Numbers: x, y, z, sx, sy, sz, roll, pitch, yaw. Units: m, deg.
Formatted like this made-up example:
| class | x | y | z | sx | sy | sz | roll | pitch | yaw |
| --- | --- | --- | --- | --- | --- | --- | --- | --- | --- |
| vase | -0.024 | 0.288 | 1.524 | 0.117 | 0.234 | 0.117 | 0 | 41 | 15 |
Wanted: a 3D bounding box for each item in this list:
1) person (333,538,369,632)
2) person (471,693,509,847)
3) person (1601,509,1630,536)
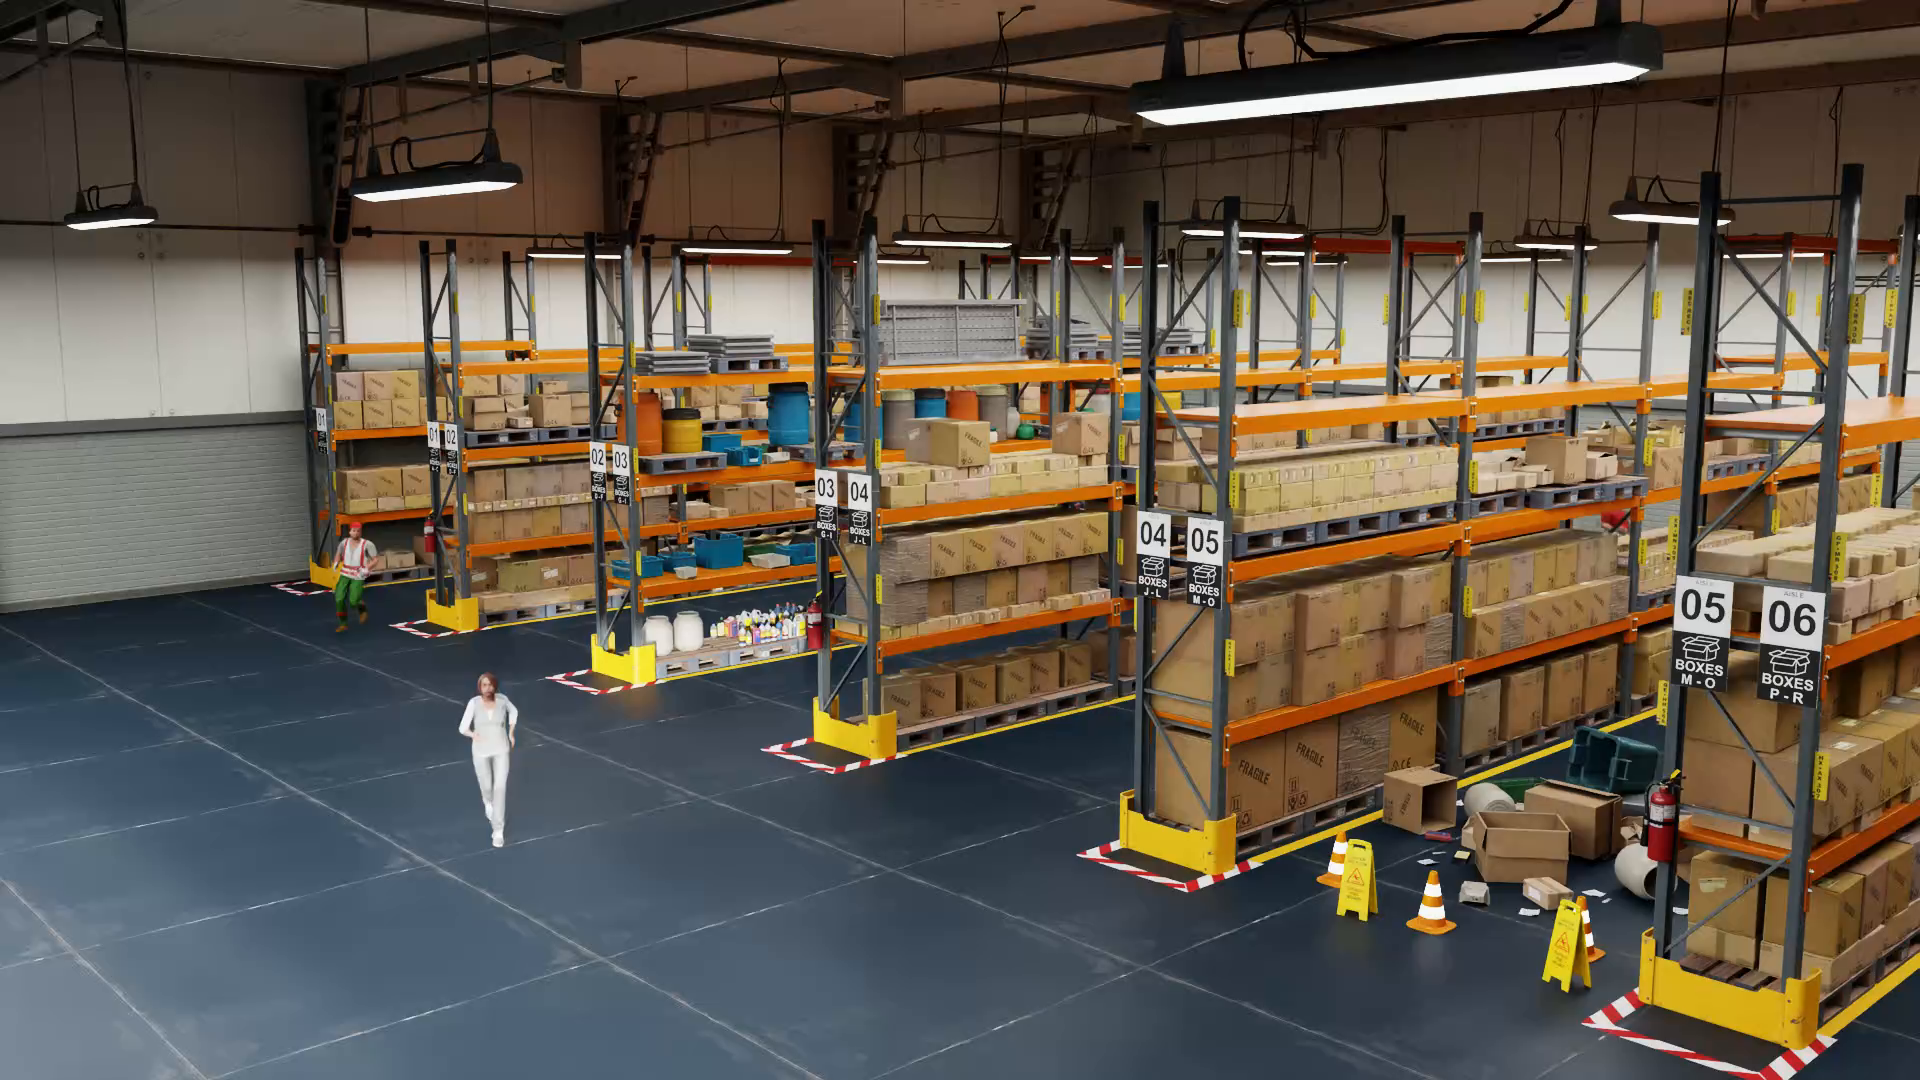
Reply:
| class | x | y | z | sx | sy | sz | roll | pitch | yaw |
| --- | --- | --- | --- | --- | --- | --- | --- | --- | --- |
| person | -9.408 | 0.671 | 25.817 | 0.509 | 1.472 | 0.572 | 1 | 8 | 4 |
| person | -4.487 | 2.150 | 15.921 | 0.346 | 1.374 | 0.895 | -2 | 9 | -15 |
| person | 11.788 | -0.012 | 29.757 | 0.785 | 1.736 | 0.632 | -4 | 9 | -26 |
